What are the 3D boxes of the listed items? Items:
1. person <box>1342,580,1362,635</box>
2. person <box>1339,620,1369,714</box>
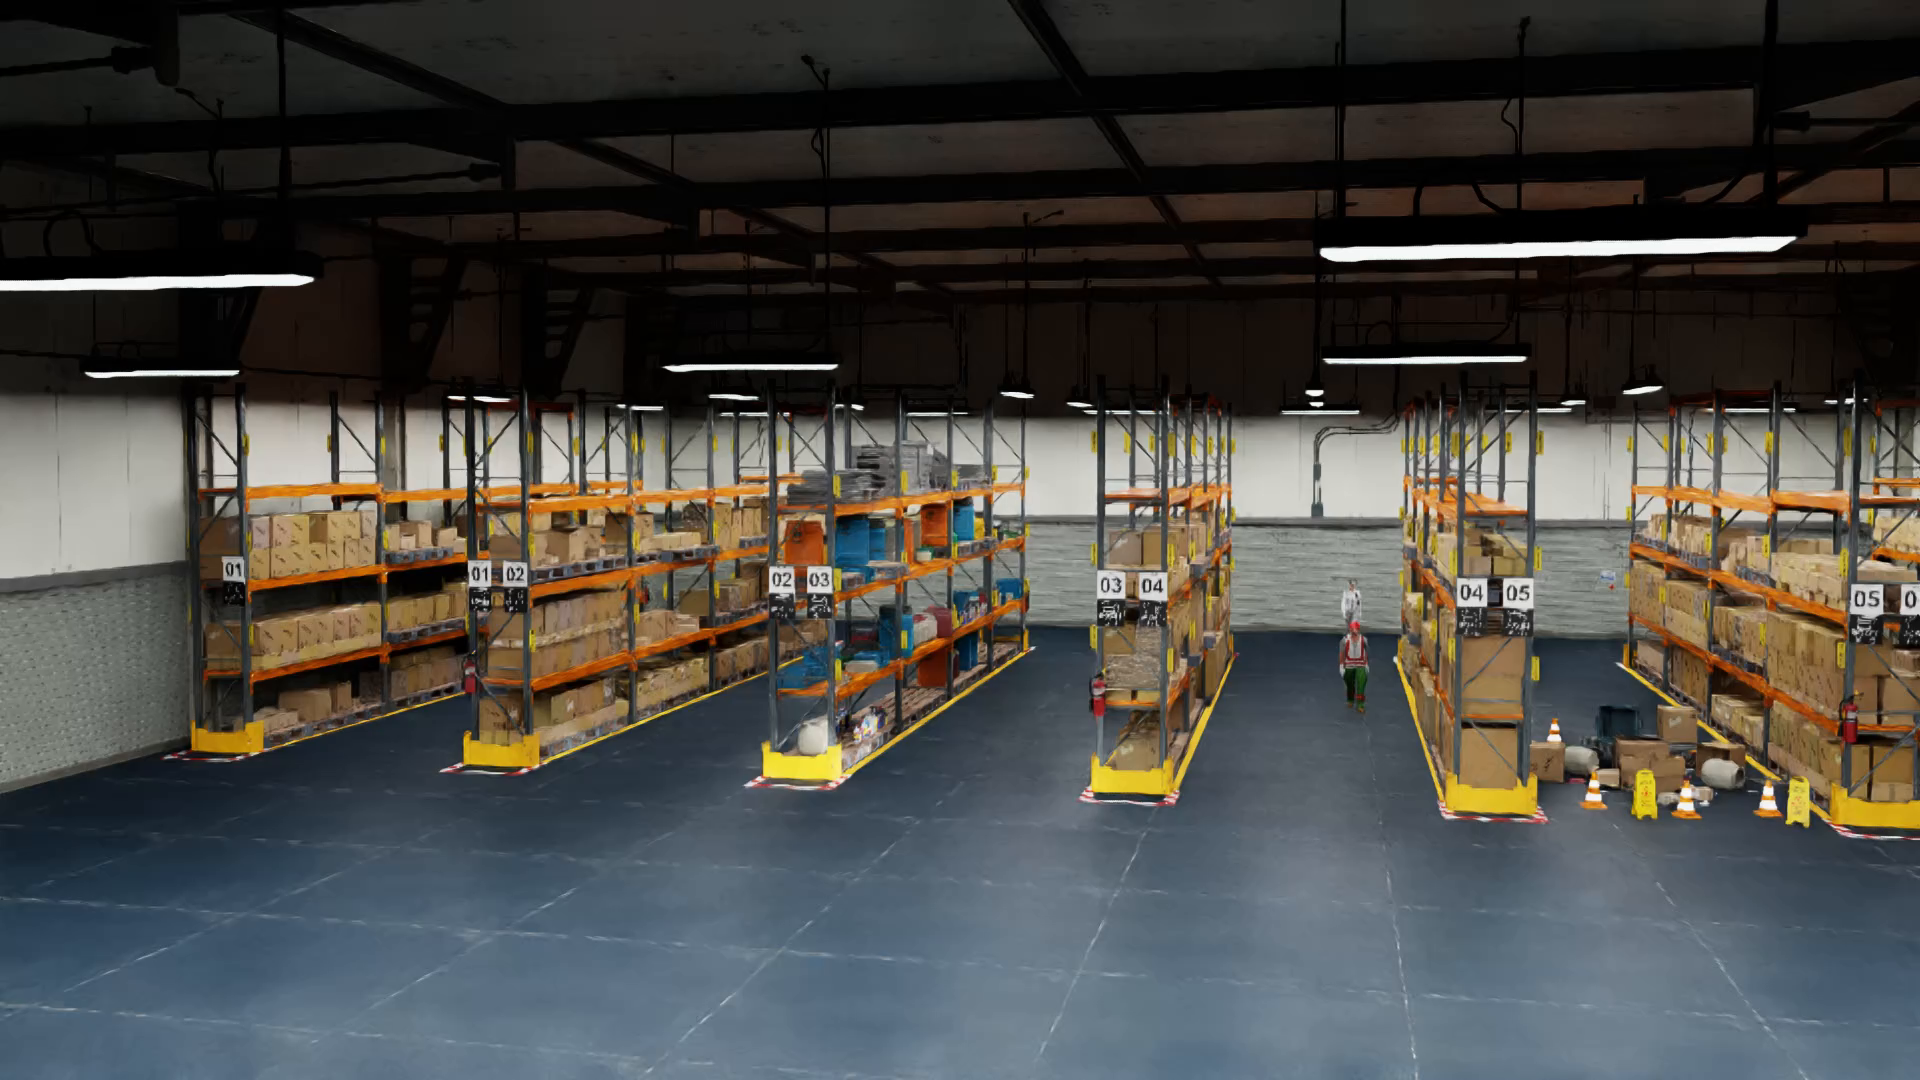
[{"bbox_3d":[9.905,1.785,42.068,0.495,1.587,1.086,1,3,15],"label":"person"},{"bbox_3d":[7.378,2.353,31.132,0.553,1.709,1.123,1,3,15],"label":"person"}]
